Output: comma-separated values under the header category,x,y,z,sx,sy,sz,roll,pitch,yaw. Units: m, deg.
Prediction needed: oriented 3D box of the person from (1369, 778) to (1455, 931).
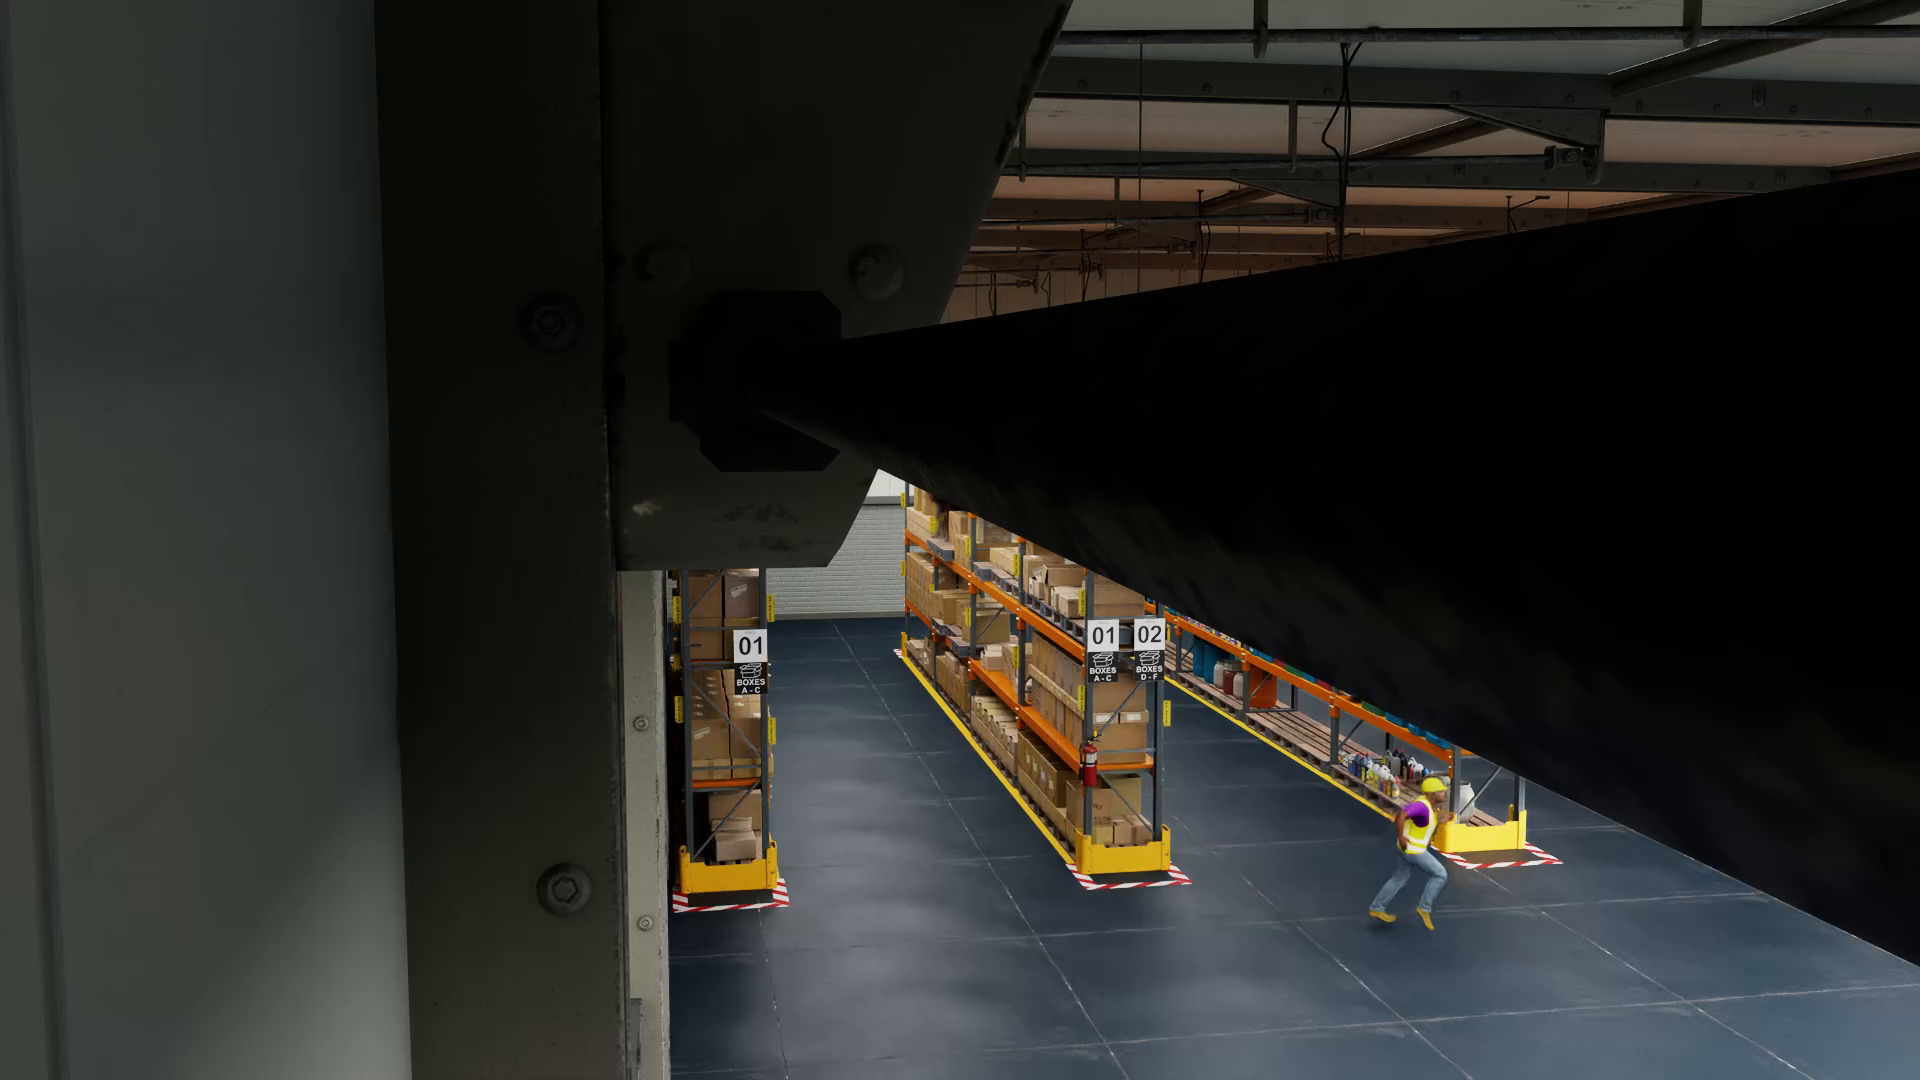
category,x,y,z,sx,sy,sz,roll,pitch,yaw
person,5.109,3.530,18.772,0.929,1.734,0.685,1,6,8
